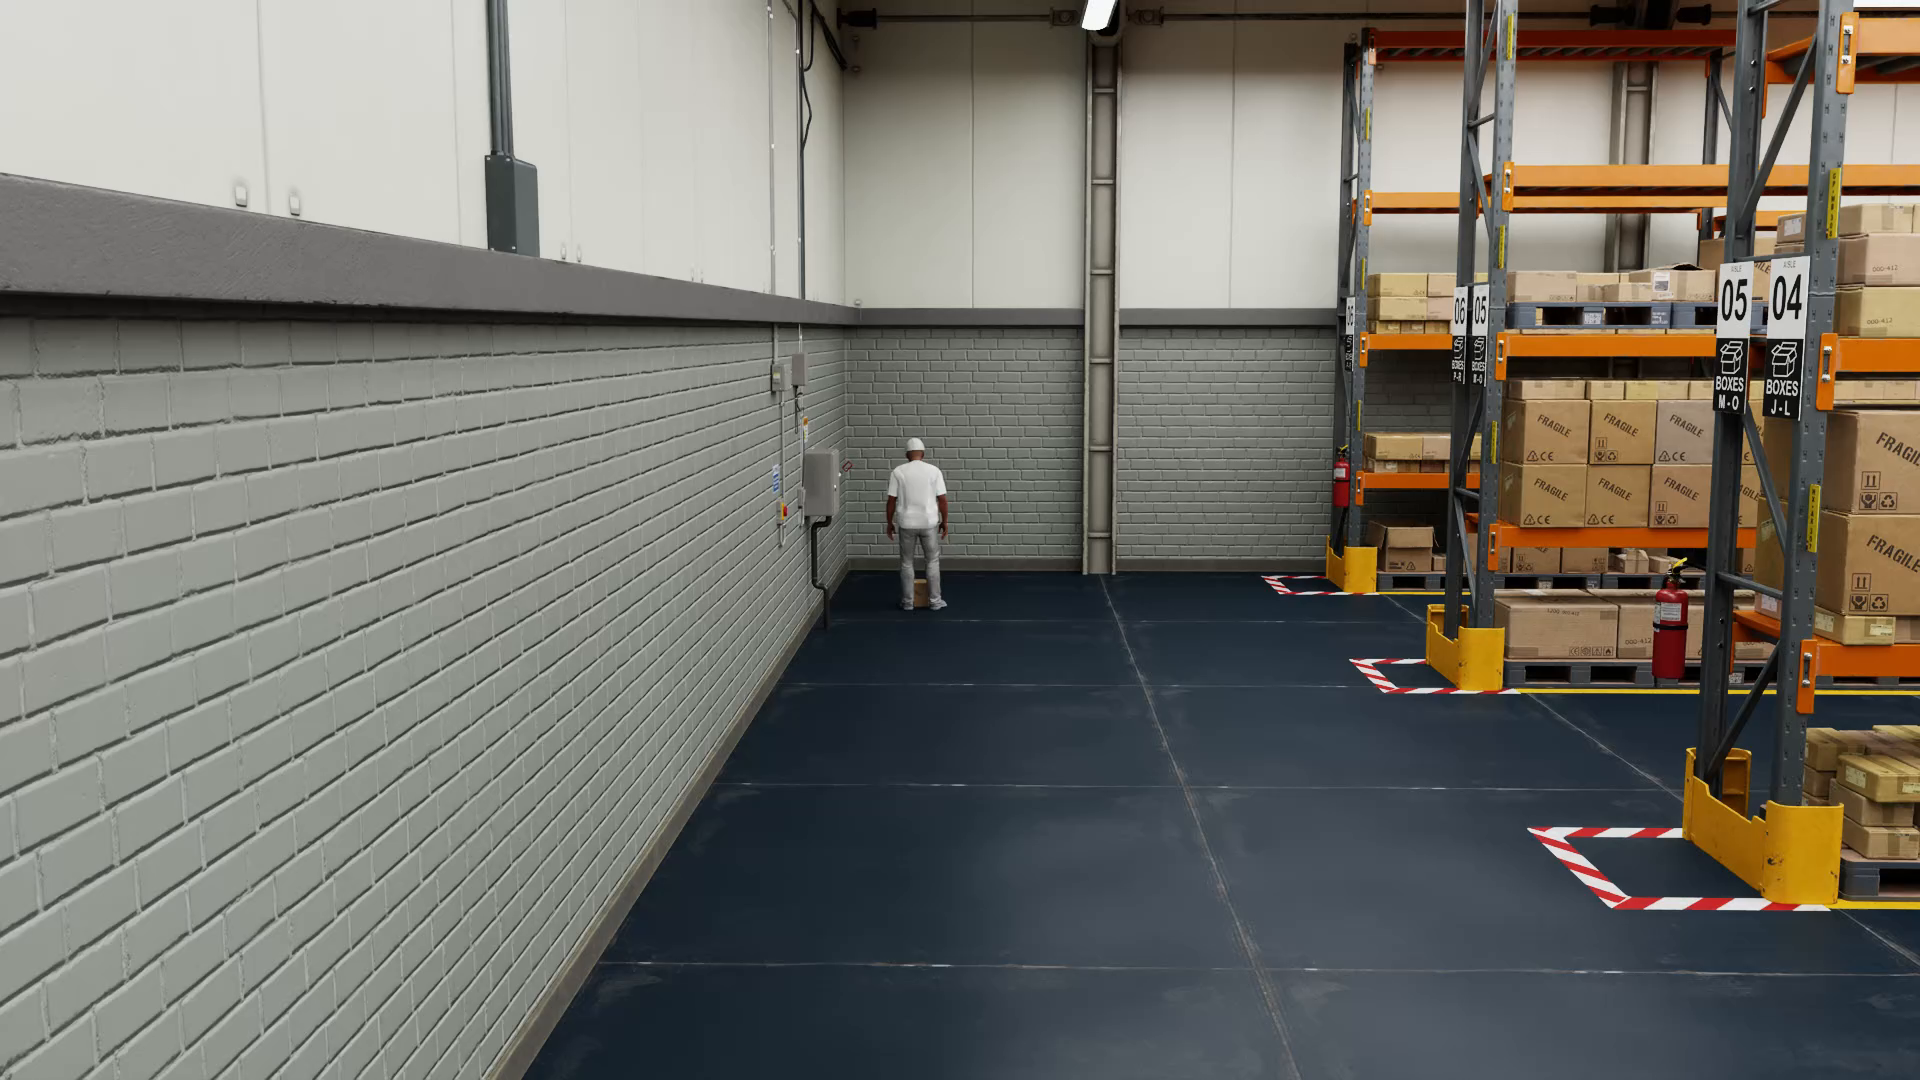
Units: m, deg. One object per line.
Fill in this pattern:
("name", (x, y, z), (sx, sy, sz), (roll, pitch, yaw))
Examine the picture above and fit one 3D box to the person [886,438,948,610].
("person", (-0.439, -0.167, 17.025), (0.634, 1.760, 0.460), (0, 7, -2))
